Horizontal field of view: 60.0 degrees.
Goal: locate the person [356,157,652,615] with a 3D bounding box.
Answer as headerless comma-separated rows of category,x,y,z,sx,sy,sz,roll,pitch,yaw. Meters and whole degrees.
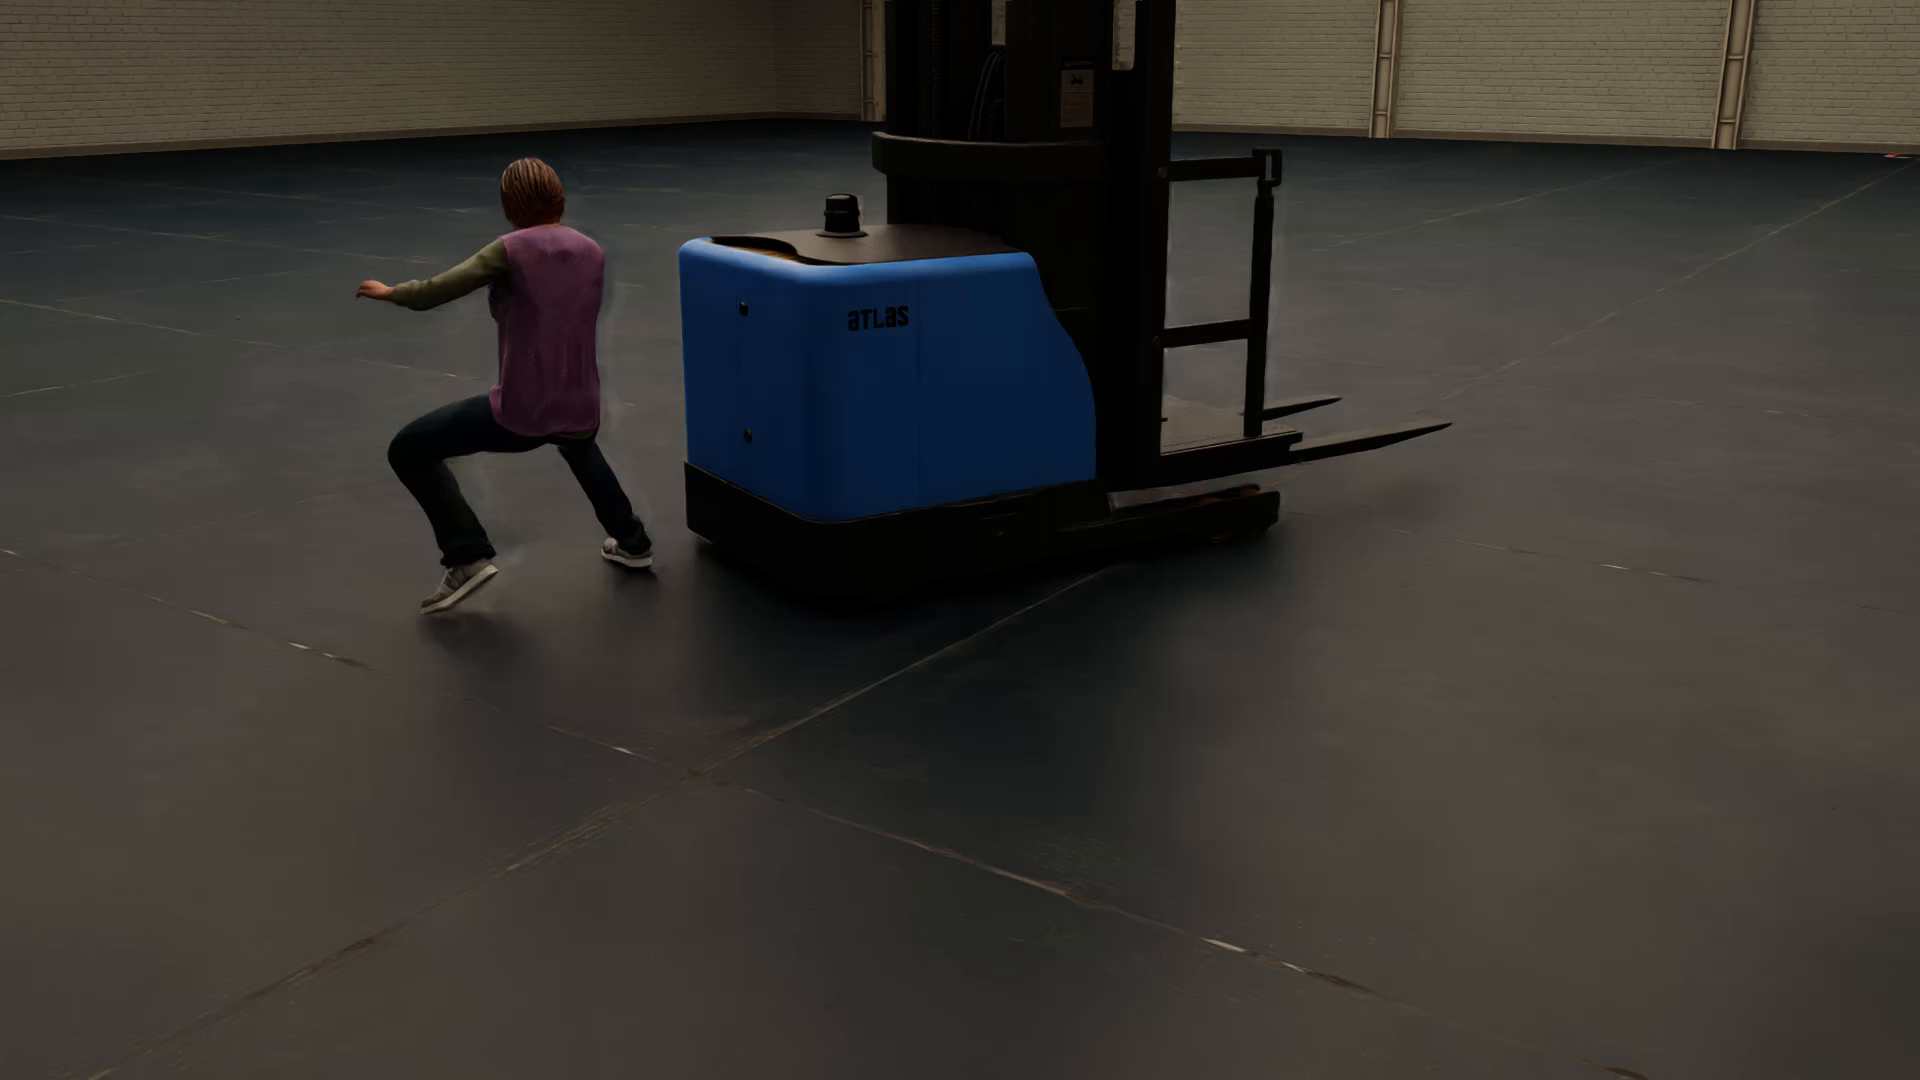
person,-1.372,-0.500,5.216,0.854,1.378,0.669,-16,23,-42

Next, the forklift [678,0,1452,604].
forklift,0.552,-1.508,5.875,3.031,2.935,1.130,-11,20,-32
